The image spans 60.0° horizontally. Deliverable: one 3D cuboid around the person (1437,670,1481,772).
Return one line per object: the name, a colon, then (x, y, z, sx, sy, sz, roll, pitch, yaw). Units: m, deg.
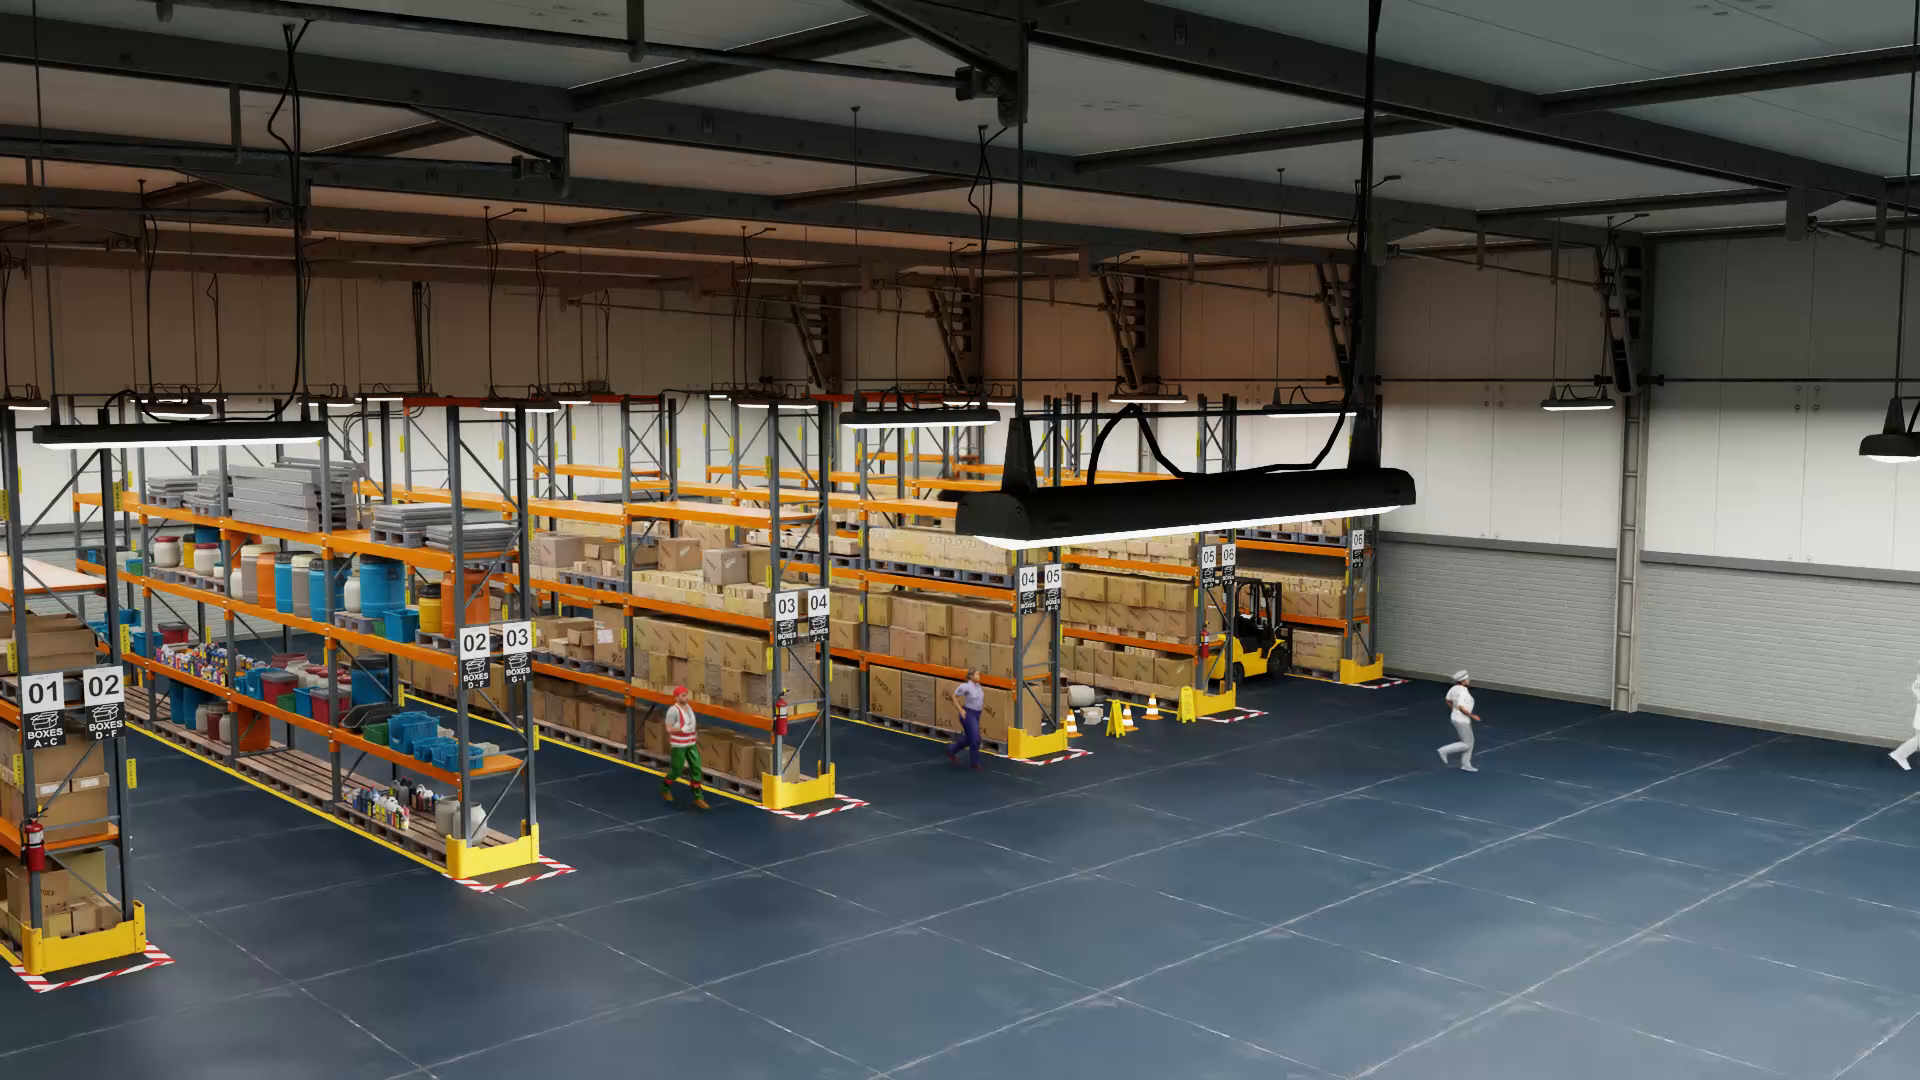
person: (8.041, 2.923, 26.842, 0.711, 1.680, 0.577, 0, 6, -3)

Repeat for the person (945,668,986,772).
person: (0.148, 2.935, 27.160, 0.806, 1.671, 0.630, 3, 6, 29)

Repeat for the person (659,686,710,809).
person: (-4.075, 3.037, 24.516, 0.914, 1.793, 0.652, 4, 7, 36)

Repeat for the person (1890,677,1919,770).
person: (15.568, 2.841, 26.796, 0.953, 1.800, 0.736, 3, 6, 31)
